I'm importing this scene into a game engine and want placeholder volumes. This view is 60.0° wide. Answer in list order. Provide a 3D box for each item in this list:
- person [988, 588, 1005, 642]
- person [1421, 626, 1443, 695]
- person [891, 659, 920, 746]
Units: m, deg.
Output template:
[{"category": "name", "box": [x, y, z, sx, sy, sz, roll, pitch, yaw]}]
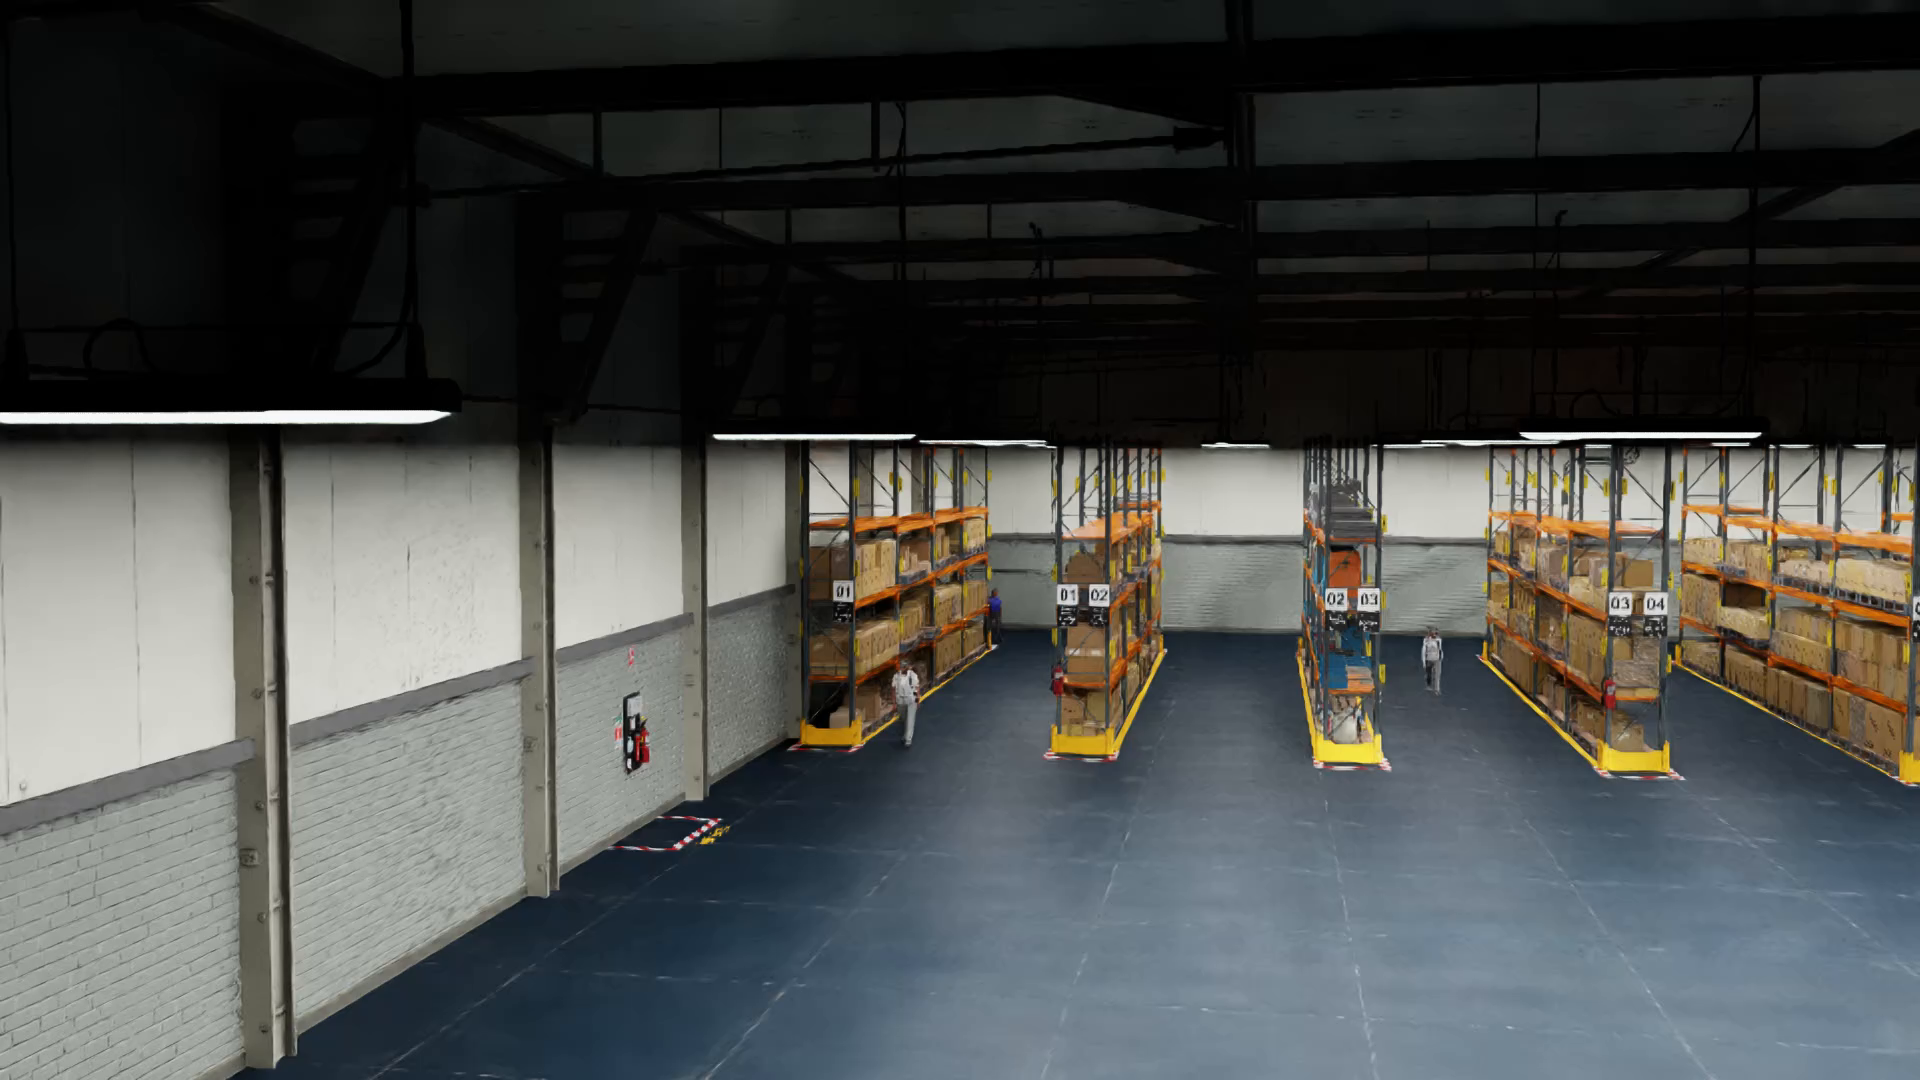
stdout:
[{"category": "person", "box": [1.015, 2.234, 49.753, 0.494, 1.605, 0.936, -1, 3, -13]}, {"category": "person", "box": [11.087, 2.797, 39.049, 0.495, 1.589, 1.076, 1, 3, 13]}, {"category": "person", "box": [-1.073, 3.115, 32.286, 0.542, 1.658, 1.126, 1, 3, 12]}]
